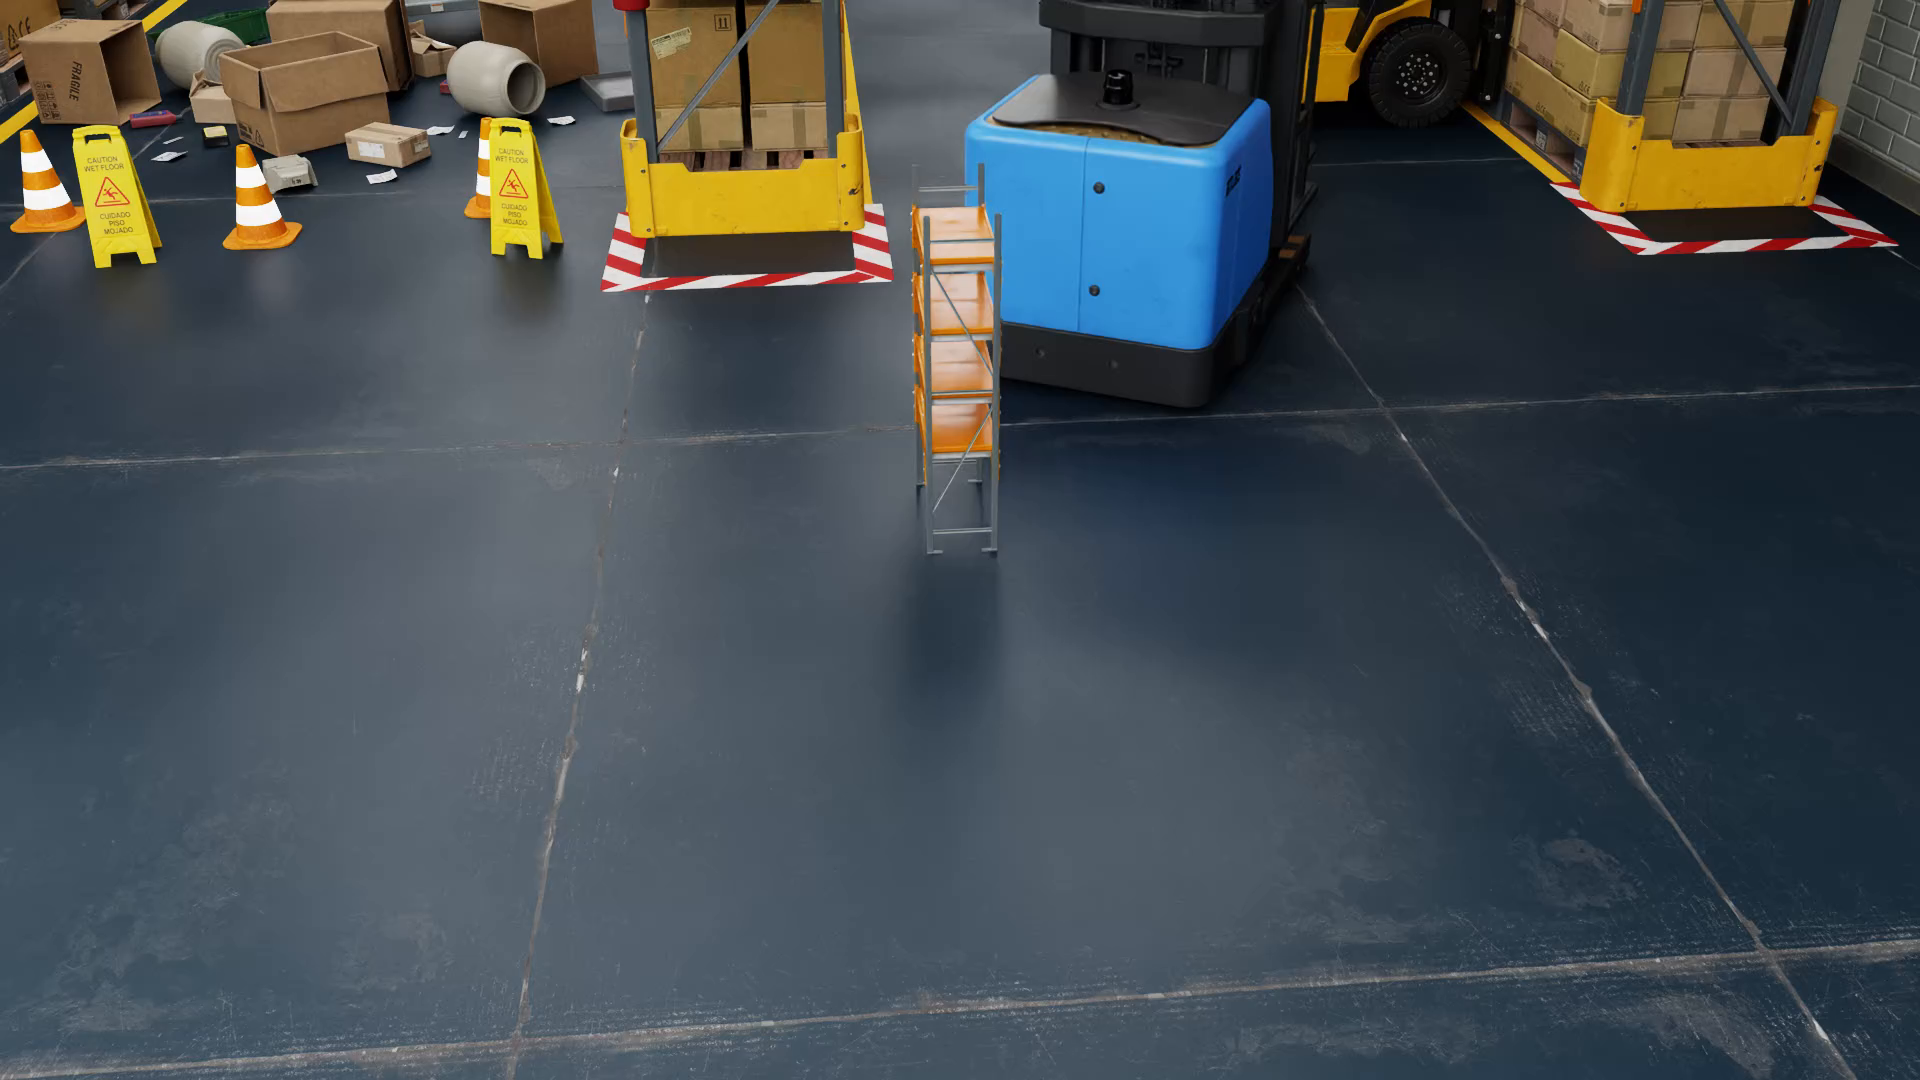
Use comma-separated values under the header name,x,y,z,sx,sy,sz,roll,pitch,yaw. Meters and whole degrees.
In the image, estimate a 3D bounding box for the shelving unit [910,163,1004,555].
name,x,y,z,sx,sy,sz,roll,pitch,yaw
shelving unit,-0.015,-0.600,5.584,0.258,1.200,0.503,-3,31,-5

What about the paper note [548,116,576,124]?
name,x,y,z,sx,sy,sz,roll,pitch,yaw
paper note,-2.375,-2.510,9.922,0.142,0.019,0.148,-14,33,-22

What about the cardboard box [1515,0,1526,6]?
name,x,y,z,sx,sy,sz,roll,pitch,yaw
cardboard box,3.410,-3.270,9.596,0.500,0.250,0.500,-2,31,-4

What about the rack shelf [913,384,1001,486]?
name,x,y,z,sx,sy,sz,roll,pitch,yaw
rack shelf,-0.015,-0.371,5.720,0.258,0.148,0.480,-3,31,-5

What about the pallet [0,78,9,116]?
name,x,y,z,sx,sy,sz,roll,pitch,yaw
pallet,-6.249,-2.404,9.568,1.003,0.211,1.213,-3,31,-5

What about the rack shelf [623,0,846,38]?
name,x,y,z,sx,sy,sz,roll,pitch,yaw
rack shelf,-1.254,-3.576,9.513,1.077,0.370,4.000,-3,31,-5

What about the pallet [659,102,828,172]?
name,x,y,z,sx,sy,sz,roll,pitch,yaw
pallet,-1.115,-2.122,9.096,1.003,0.211,1.213,-3,31,-5

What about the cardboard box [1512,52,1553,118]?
name,x,y,z,sx,sy,sz,roll,pitch,yaw
cardboard box,3.479,-2.582,9.420,0.500,0.250,0.500,-3,31,-5

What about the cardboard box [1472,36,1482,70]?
name,x,y,z,sx,sy,sz,roll,pitch,yaw
cardboard box,3.370,-3.102,10.290,0.500,0.250,0.500,-2,31,-3

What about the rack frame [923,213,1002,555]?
name,x,y,z,sx,sy,sz,roll,pitch,yaw
rack frame,0.007,-0.475,5.375,0.240,1.200,0.015,-3,31,-5

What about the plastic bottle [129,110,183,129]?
name,x,y,z,sx,sy,sz,roll,pitch,yaw
plastic bottle,-4.775,-2.504,9.883,0.283,0.061,0.133,-14,33,-22

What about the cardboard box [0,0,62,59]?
name,x,y,z,sx,sy,sz,roll,pitch,yaw
cardboard box,-6.371,-3.561,10.449,0.875,0.875,0.875,-2,31,-4

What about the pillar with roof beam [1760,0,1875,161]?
name,x,y,z,sx,sy,sz,roll,pitch,yaw
pillar with roof beam,0.421,-5.871,6.804,9.100,9.000,0.400,-3,31,-5

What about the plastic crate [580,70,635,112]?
name,x,y,z,sx,sy,sz,roll,pitch,yaw
plastic crate,-2.111,-2.811,10.379,0.402,0.080,0.583,-14,33,-22

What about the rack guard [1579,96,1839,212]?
name,x,y,z,sx,sy,sz,roll,pitch,yaw
rack guard,3.877,-2.018,8.641,1.175,0.500,0.348,-3,31,-5

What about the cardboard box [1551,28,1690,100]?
name,x,y,z,sx,sy,sz,roll,pitch,yaw
cardboard box,3.518,-2.551,8.881,0.500,0.250,0.500,-3,31,-5

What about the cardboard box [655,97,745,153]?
name,x,y,z,sx,sy,sz,roll,pitch,yaw
cardboard box,-1.413,-2.275,8.906,0.500,0.250,0.500,-3,31,-5

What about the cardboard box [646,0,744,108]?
name,x,y,z,sx,sy,sz,roll,pitch,yaw
cardboard box,-1.402,-2.582,8.688,0.500,0.500,0.500,-3,31,-4

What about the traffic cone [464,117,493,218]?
name,x,y,z,sx,sy,sz,roll,pitch,yaw
traffic cone,-2.392,-1.932,8.534,0.336,0.463,0.334,-3,31,-5

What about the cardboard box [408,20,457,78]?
name,x,y,z,sx,sy,sz,roll,pitch,yaw
cardboard box,-3.502,-3.213,10.871,0.396,0.266,0.258,27,40,37

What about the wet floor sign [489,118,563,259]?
name,x,y,z,sx,sy,sz,roll,pitch,yaw
wet floor sign,-2.115,-1.705,7.974,0.267,0.644,0.232,8,32,13

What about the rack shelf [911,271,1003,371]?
name,x,y,z,sx,sy,sz,roll,pitch,yaw
rack shelf,-0.016,-0.734,5.504,0.258,0.148,0.480,-3,31,-5

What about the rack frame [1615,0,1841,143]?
name,x,y,z,sx,sy,sz,roll,pitch,yaw
rack frame,3.875,-3.103,8.020,1.000,3.000,0.127,-3,31,-5

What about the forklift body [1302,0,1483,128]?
name,x,y,z,sx,sy,sz,roll,pitch,yaw
forklift body,1.881,-3.620,9.712,2.313,2.155,1.214,-3,31,-5

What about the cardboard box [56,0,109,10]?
name,x,y,z,sx,sy,sz,roll,pitch,yaw
cardboard box,-6.507,-4.144,11.547,1.050,0.750,0.750,-3,31,-5

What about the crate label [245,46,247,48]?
name,x,y,z,sx,sy,sz,roll,pitch,yaw
crate label,-4.702,-3.123,10.846,0.250,0.136,0.298,27,40,37

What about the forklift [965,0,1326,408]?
name,x,y,z,sx,sy,sz,roll,pitch,yaw
forklift,1.021,-2.515,7.103,1.130,2.935,3.031,12,33,19

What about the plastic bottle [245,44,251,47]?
name,x,y,z,sx,sy,sz,roll,pitch,yaw
plastic bottle,-4.831,-3.287,11.193,0.133,0.061,0.283,-20,36,-30

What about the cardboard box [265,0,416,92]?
name,x,y,z,sx,sy,sz,roll,pitch,yaw
cardboard box,-3.847,-3.103,10.321,0.797,0.637,0.503,-3,31,-5

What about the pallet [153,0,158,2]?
name,x,y,z,sx,sy,sz,roll,pitch,yaw
pallet,-6.624,-4.435,12.968,1.003,0.211,1.213,-3,31,-5

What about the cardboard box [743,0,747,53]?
name,x,y,z,sx,sy,sz,roll,pitch,yaw
cardboard box,-1.494,-3.106,9.566,0.500,0.500,0.500,-3,31,-6

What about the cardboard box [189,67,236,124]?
name,x,y,z,sx,sy,sz,roll,pitch,yaw
cardboard box,-4.365,-2.654,9.934,0.396,0.266,0.258,2,31,4

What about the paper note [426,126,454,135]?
name,x,y,z,sx,sy,sz,roll,pitch,yaw
paper note,-3.067,-2.412,9.770,0.148,0.019,0.142,8,32,13

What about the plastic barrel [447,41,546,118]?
name,x,y,z,sx,sy,sz,roll,pitch,yaw
plastic barrel,-2.767,-2.740,9.924,0.512,0.421,0.421,20,36,29

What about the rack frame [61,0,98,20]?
name,x,y,z,sx,sy,sz,roll,pitch,yaw
rack frame,-6.360,-4.617,10.555,1.000,3.000,0.127,-3,31,-5

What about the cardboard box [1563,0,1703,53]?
name,x,y,z,sx,sy,sz,roll,pitch,yaw
cardboard box,3.521,-2.753,8.730,0.500,0.250,0.500,-2,31,-3

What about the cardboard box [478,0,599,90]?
name,x,y,z,sx,sy,sz,roll,pitch,yaw
cardboard box,-2.695,-3.221,10.653,0.500,0.500,0.500,20,36,29

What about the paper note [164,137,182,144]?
name,x,y,z,sx,sy,sz,roll,pitch,yaw
paper note,-4.545,-2.309,9.606,0.032,0.001,0.123,13,33,21

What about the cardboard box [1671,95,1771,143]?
name,x,y,z,sx,sy,sz,roll,pitch,yaw
cardboard box,4.023,-2.363,9.053,0.500,0.250,0.500,-3,31,-4

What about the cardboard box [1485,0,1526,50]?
name,x,y,z,sx,sy,sz,roll,pitch,yaw
cardboard box,3.413,-3.070,9.750,0.500,0.250,0.500,-3,31,-6

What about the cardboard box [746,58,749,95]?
name,x,y,z,sx,sy,sz,roll,pitch,yaw
cardboard box,-1.505,-2.795,9.776,0.500,0.250,0.500,-4,31,-6

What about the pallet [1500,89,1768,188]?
name,x,y,z,sx,sy,sz,roll,pitch,yaw
pallet,3.761,-2.295,9.386,1.003,0.211,1.213,-3,31,-5
